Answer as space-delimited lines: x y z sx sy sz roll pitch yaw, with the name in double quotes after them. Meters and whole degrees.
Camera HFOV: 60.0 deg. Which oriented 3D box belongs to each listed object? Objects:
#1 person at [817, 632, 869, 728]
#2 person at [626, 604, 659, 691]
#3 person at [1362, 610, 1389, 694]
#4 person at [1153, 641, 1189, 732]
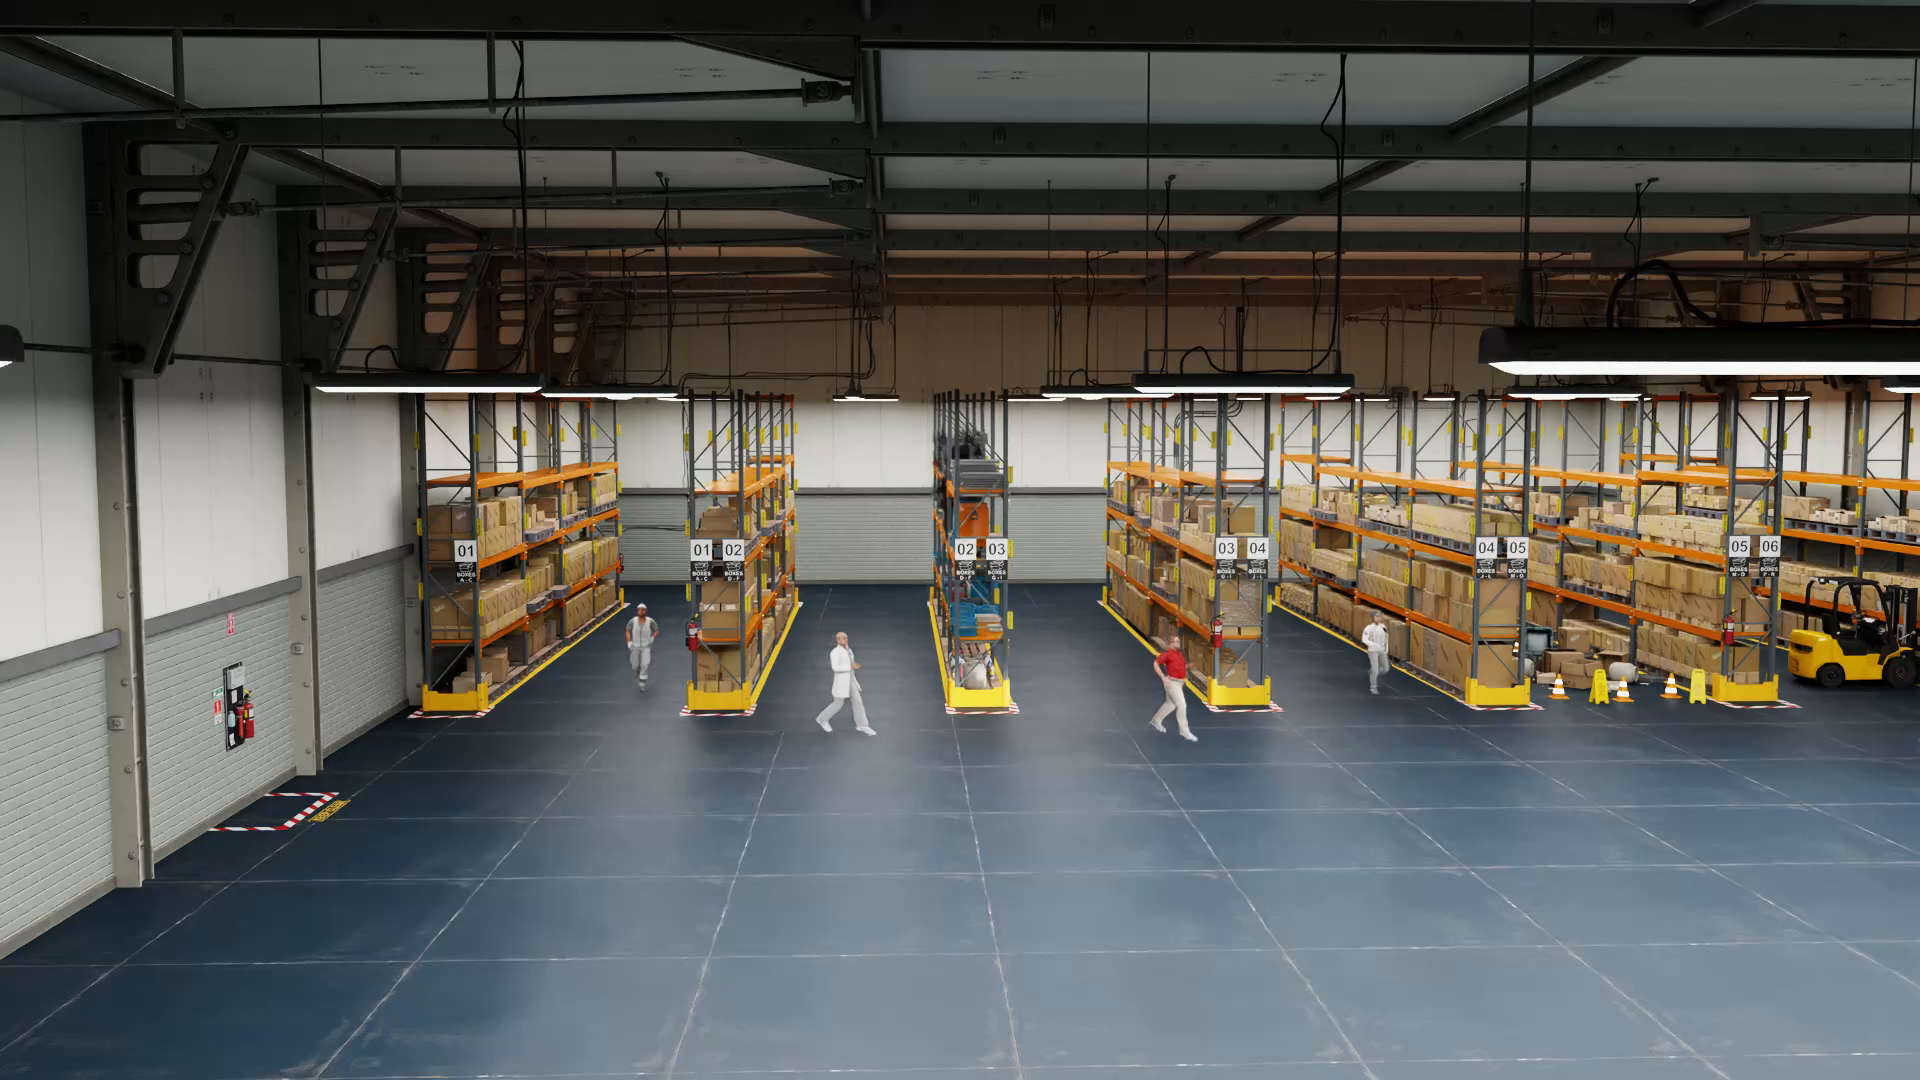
-2.016 2.418 28.809 0.927 1.663 0.730 3 5 28 "person"
-6.382 2.144 33.427 0.659 1.729 0.720 0 5 -3 "person"
8.274 2.212 32.950 0.658 1.664 0.537 -2 5 -18 "person"
3.647 2.491 28.562 0.692 1.551 0.594 2 5 27 "person"
